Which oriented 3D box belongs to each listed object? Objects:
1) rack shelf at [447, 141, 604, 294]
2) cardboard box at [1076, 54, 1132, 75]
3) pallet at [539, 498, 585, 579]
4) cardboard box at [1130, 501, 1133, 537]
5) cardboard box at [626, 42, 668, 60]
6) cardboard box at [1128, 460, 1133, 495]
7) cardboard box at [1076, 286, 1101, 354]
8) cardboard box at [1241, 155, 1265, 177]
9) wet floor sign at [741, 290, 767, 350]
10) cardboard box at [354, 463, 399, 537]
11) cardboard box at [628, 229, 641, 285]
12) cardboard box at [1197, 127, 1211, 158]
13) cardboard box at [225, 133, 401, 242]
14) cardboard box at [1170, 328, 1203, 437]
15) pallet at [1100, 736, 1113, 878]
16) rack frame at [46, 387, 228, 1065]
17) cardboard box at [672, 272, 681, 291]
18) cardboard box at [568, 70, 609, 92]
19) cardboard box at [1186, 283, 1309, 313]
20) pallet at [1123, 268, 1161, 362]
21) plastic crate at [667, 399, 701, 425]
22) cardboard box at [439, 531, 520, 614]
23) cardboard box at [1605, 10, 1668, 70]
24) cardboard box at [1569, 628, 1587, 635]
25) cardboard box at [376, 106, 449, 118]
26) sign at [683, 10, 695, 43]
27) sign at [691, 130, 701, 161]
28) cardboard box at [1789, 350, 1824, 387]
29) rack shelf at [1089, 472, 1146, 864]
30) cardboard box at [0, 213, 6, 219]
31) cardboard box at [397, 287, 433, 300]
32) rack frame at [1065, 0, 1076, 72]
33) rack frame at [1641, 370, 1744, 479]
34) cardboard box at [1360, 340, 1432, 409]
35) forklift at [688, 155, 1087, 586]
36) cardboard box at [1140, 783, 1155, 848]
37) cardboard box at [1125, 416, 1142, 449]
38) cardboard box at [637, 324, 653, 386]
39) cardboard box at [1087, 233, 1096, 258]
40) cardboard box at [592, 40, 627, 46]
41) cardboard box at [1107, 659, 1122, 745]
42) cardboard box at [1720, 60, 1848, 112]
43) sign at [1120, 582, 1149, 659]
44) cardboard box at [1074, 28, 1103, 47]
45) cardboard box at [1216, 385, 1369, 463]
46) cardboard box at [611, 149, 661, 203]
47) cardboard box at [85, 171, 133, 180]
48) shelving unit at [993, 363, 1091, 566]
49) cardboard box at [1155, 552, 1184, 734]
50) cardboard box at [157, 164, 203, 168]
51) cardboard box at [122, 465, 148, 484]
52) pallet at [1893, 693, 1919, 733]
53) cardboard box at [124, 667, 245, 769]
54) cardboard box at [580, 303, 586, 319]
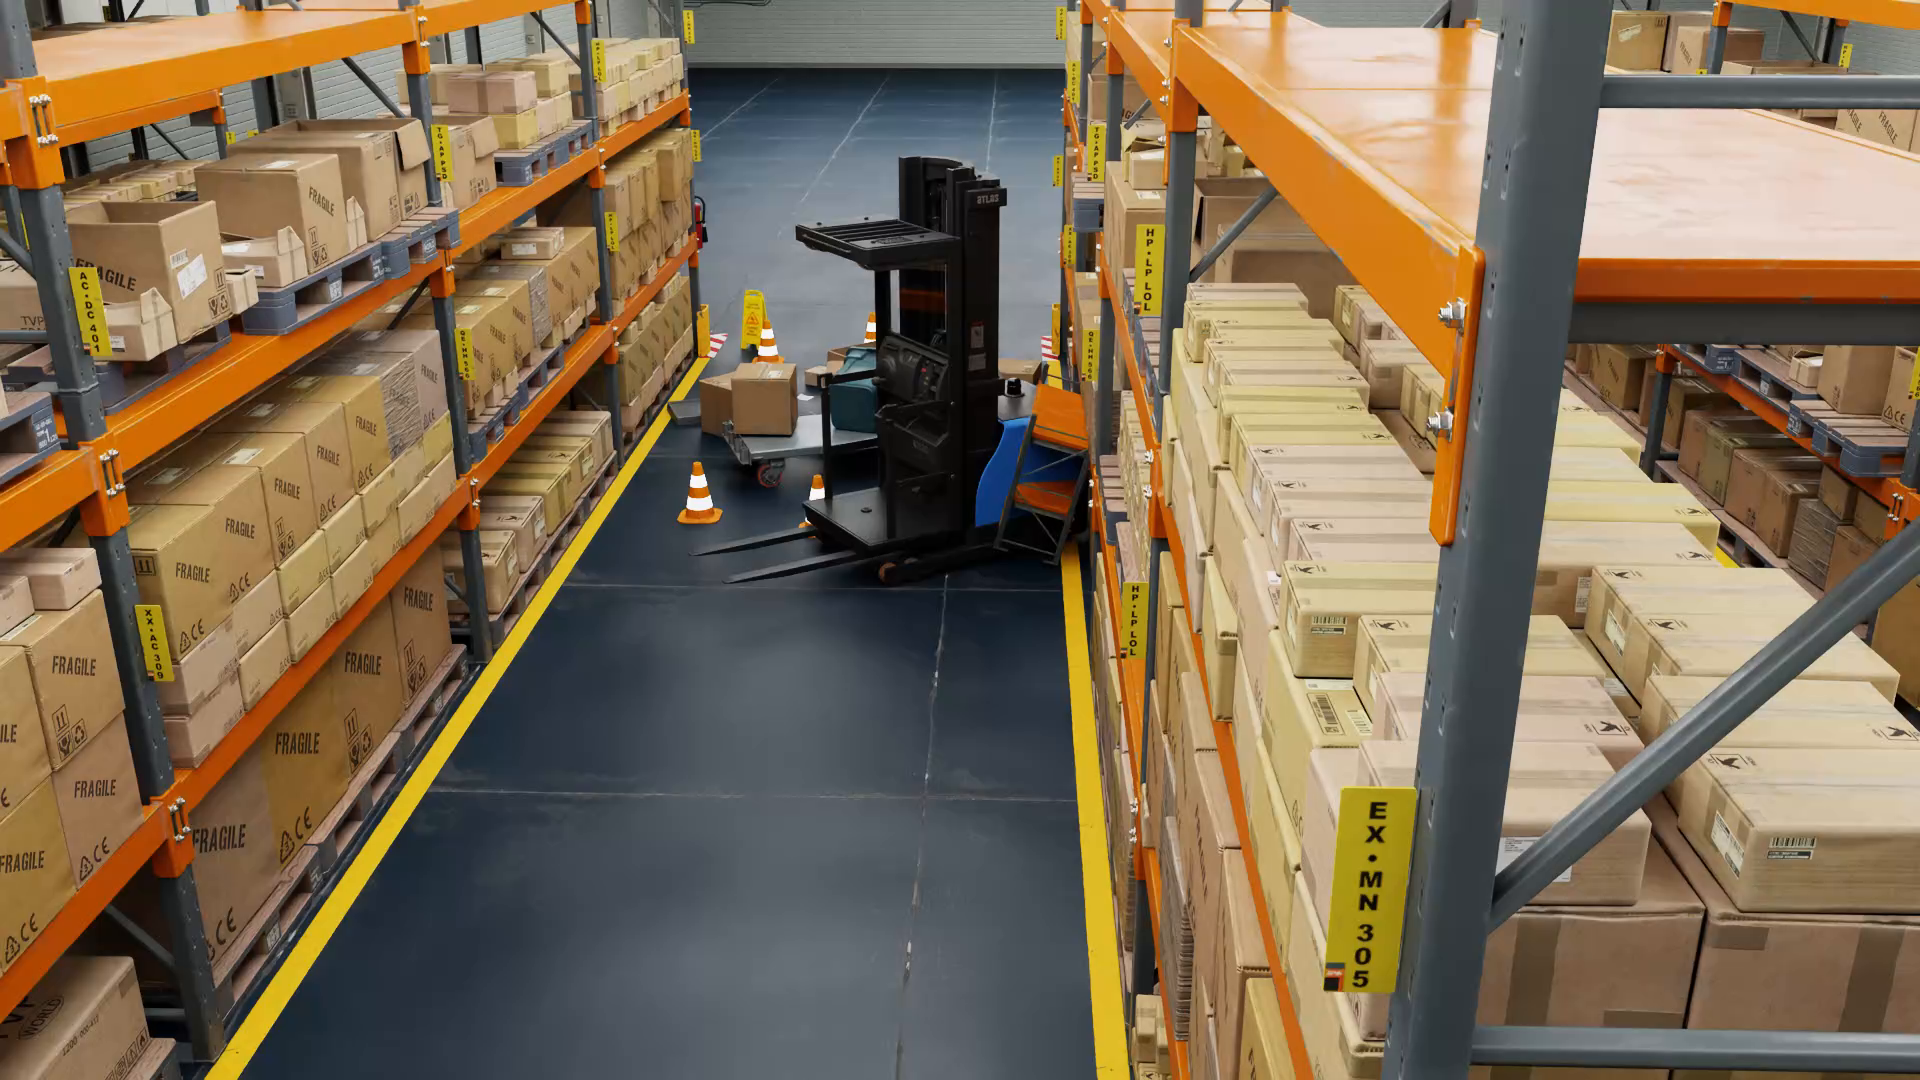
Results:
[{"bbox_3d":[-3.534,-2.391,11.892,1.077,0.370,4.000,1,21,2],"label":"rack shelf"},{"bbox_3d":[1.236,-3.923,13.925,0.500,0.250,0.500,0,21,1],"label":"cardboard box"},{"bbox_3d":[-3.530,-0.027,12.807,1.003,0.211,1.213,1,21,2],"label":"pallet"},{"bbox_3d":[1.112,-0.118,8.952,0.380,0.149,0.250,1,21,3],"label":"cardboard box"},{"bbox_3d":[-3.103,-4.840,16.453,0.380,0.149,0.250,0,21,1],"label":"cardboard box"},{"bbox_3d":[1.122,-0.346,9.129,0.380,0.149,0.250,1,21,2],"label":"cardboard box"},{"bbox_3d":[1.178,-1.710,13.151,0.500,0.500,0.500,1,21,2],"label":"cardboard box"},{"bbox_3d":[1.584,-1.774,8.112,0.396,0.266,0.258,1,21,2],"label":"cardboard box"},{"bbox_3d":[-2.277,-2.457,18.468,0.267,0.644,0.232,8,23,20],"label":"wet floor sign"},{"bbox_3d":[-3.363,-0.219,8.964,0.500,0.250,0.500,0,21,0],"label":"cardboard box"},{"bbox_3d":[-3.190,-2.574,14.967,0.500,0.500,0.500,1,21,1],"label":"cardboard box"},{"bbox_3d":[1.597,-2.445,10.442,0.500,0.311,0.500,1,21,2],"label":"cardboard box"},{"bbox_3d":[-3.435,-1.886,8.876,0.700,0.500,0.500,0,21,-1],"label":"cardboard box"},{"bbox_3d":[0.979,-0.531,5.620,0.500,0.250,0.500,1,21,3],"label":"cardboard box"},{"bbox_3d":[1.290,1.436,9.037,1.003,0.211,1.213,1,21,2],"label":"pallet"},{"bbox_3d":[-3.717,0.841,6.714,1.000,3.000,0.127,1,21,2],"label":"rack frame"},{"bbox_3d":[-3.060,-2.637,16.966,0.380,0.149,0.250,1,21,3],"label":"cardboard box"},{"bbox_3d":[-3.138,-3.814,13.811,0.380,0.149,0.250,0,21,1],"label":"cardboard box"},{"bbox_3d":[0.983,-0.785,5.725,0.380,0.149,0.250,0,21,1],"label":"cardboard box"},{"bbox_3d":[1.388,-1.049,7.697,1.213,0.211,1.003,1,21,2],"label":"pallet"},{"bbox_3d":[-2.606,-1.249,16.136,0.402,0.080,0.583,-7,22,-17],"label":"plastic crate"},{"bbox_3d":[-3.568,0.220,11.366,0.950,0.372,0.625,-1,21,-2],"label":"cardboard box"},{"bbox_3d":[6.238,-4.671,15.534,0.500,0.500,0.500,1,21,1],"label":"cardboard box"},{"bbox_3d":[1.428,0.217,3.693,0.500,0.250,0.500,1,21,2],"label":"cardboard box"},{"bbox_3d":[-3.900,-3.003,12.101,0.500,0.250,0.500,0,21,1],"label":"cardboard box"},{"bbox_3d":[-2.798,-5.295,17.159,0.100,0.325,0.005,1,21,2],"label":"sign"},{"bbox_3d":[-2.798,-4.171,17.595,0.100,0.325,0.005,1,21,2],"label":"sign"},{"bbox_3d":[6.091,-1.235,11.670,0.396,0.266,0.258,0,21,0],"label":"cardboard box"},{"bbox_3d":[1.295,0.472,8.661,1.077,0.370,4.000,1,21,2],"label":"rack shelf"},{"bbox_3d":[-8.229,-2.800,14.652,0.380,0.149,0.250,1,21,2],"label":"cardboard box"},{"bbox_3d":[-3.840,-1.523,11.677,0.500,0.500,0.500,-1,21,-2],"label":"cardboard box"},{"bbox_3d":[1.599,-6.276,16.764,1.000,3.000,0.127,1,21,2],"label":"rack frame"},{"bbox_3d":[6.432,-1.942,13.887,1.000,3.000,0.127,1,21,2],"label":"rack frame"},{"bbox_3d":[1.408,-0.494,4.973,0.380,0.149,0.250,1,21,4],"label":"cardboard box"},{"bbox_3d":[-0.532,-1.248,12.193,3.031,2.935,1.130,-13,25,-29],"label":"forklift"},{"bbox_3d":[0.898,1.075,6.458,0.380,0.149,0.250,1,21,4],"label":"cardboard box"},{"bbox_3d":[1.130,-0.592,9.353,0.380,0.149,0.250,1,21,1],"label":"cardboard box"},{"bbox_3d":[-3.181,-1.719,15.495,0.500,0.500,0.500,1,21,4],"label":"cardboard box"},{"bbox_3d":[1.523,-2.739,14.242,0.875,0.550,0.550,1,21,2],"label":"cardboard box"},{"bbox_3d":[-3.558,-4.933,16.694,0.380,0.149,0.250,1,21,1],"label":"cardboard box"},{"bbox_3d":[1.035,0.830,8.581,0.500,0.250,0.500,0,21,-1],"label":"cardboard box"},{"bbox_3d":[6.319,-3.416,12.815,0.797,0.503,0.637,0,21,-1],"label":"cardboard box"},{"bbox_3d":[0.679,0.315,6.470,0.100,0.325,0.005,1,21,2],"label":"sign"},{"bbox_3d":[1.200,-4.431,14.681,0.380,0.149,0.250,1,21,2],"label":"cardboard box"},{"bbox_3d":[0.895,-0.311,4.502,0.380,0.149,0.250,2,21,4],"label":"cardboard box"},{"bbox_3d":[-3.239,-3.414,15.750,0.700,0.500,0.500,1,21,1],"label":"cardboard box"},{"bbox_3d":[-8.595,-3.640,16.817,0.380,0.149,0.250,1,21,2],"label":"cardboard box"},{"bbox_3d":[0.692,-0.586,12.661,0.538,1.125,1.048,16,28,0],"label":"shelving unit"},{"bbox_3d":[0.977,0.368,6.001,0.500,0.500,0.500,1,21,3],"label":"cardboard box"},{"bbox_3d":[-8.090,-3.817,17.273,0.380,0.149,0.250,1,21,2],"label":"cardboard box"},{"bbox_3d":[-3.946,-0.023,7.420,0.500,0.500,0.500,1,21,3],"label":"cardboard box"},{"bbox_3d":[6.211,1.088,9.932,1.003,0.211,1.213,1,21,2],"label":"pallet"},{"bbox_3d":[-3.440,0.755,7.143,0.500,0.250,0.500,0,21,0],"label":"cardboard box"},{"bbox_3d":[-3.239,-1.845,13.405,0.380,0.149,0.250,0,21,0],"label":"cardboard box"}]
